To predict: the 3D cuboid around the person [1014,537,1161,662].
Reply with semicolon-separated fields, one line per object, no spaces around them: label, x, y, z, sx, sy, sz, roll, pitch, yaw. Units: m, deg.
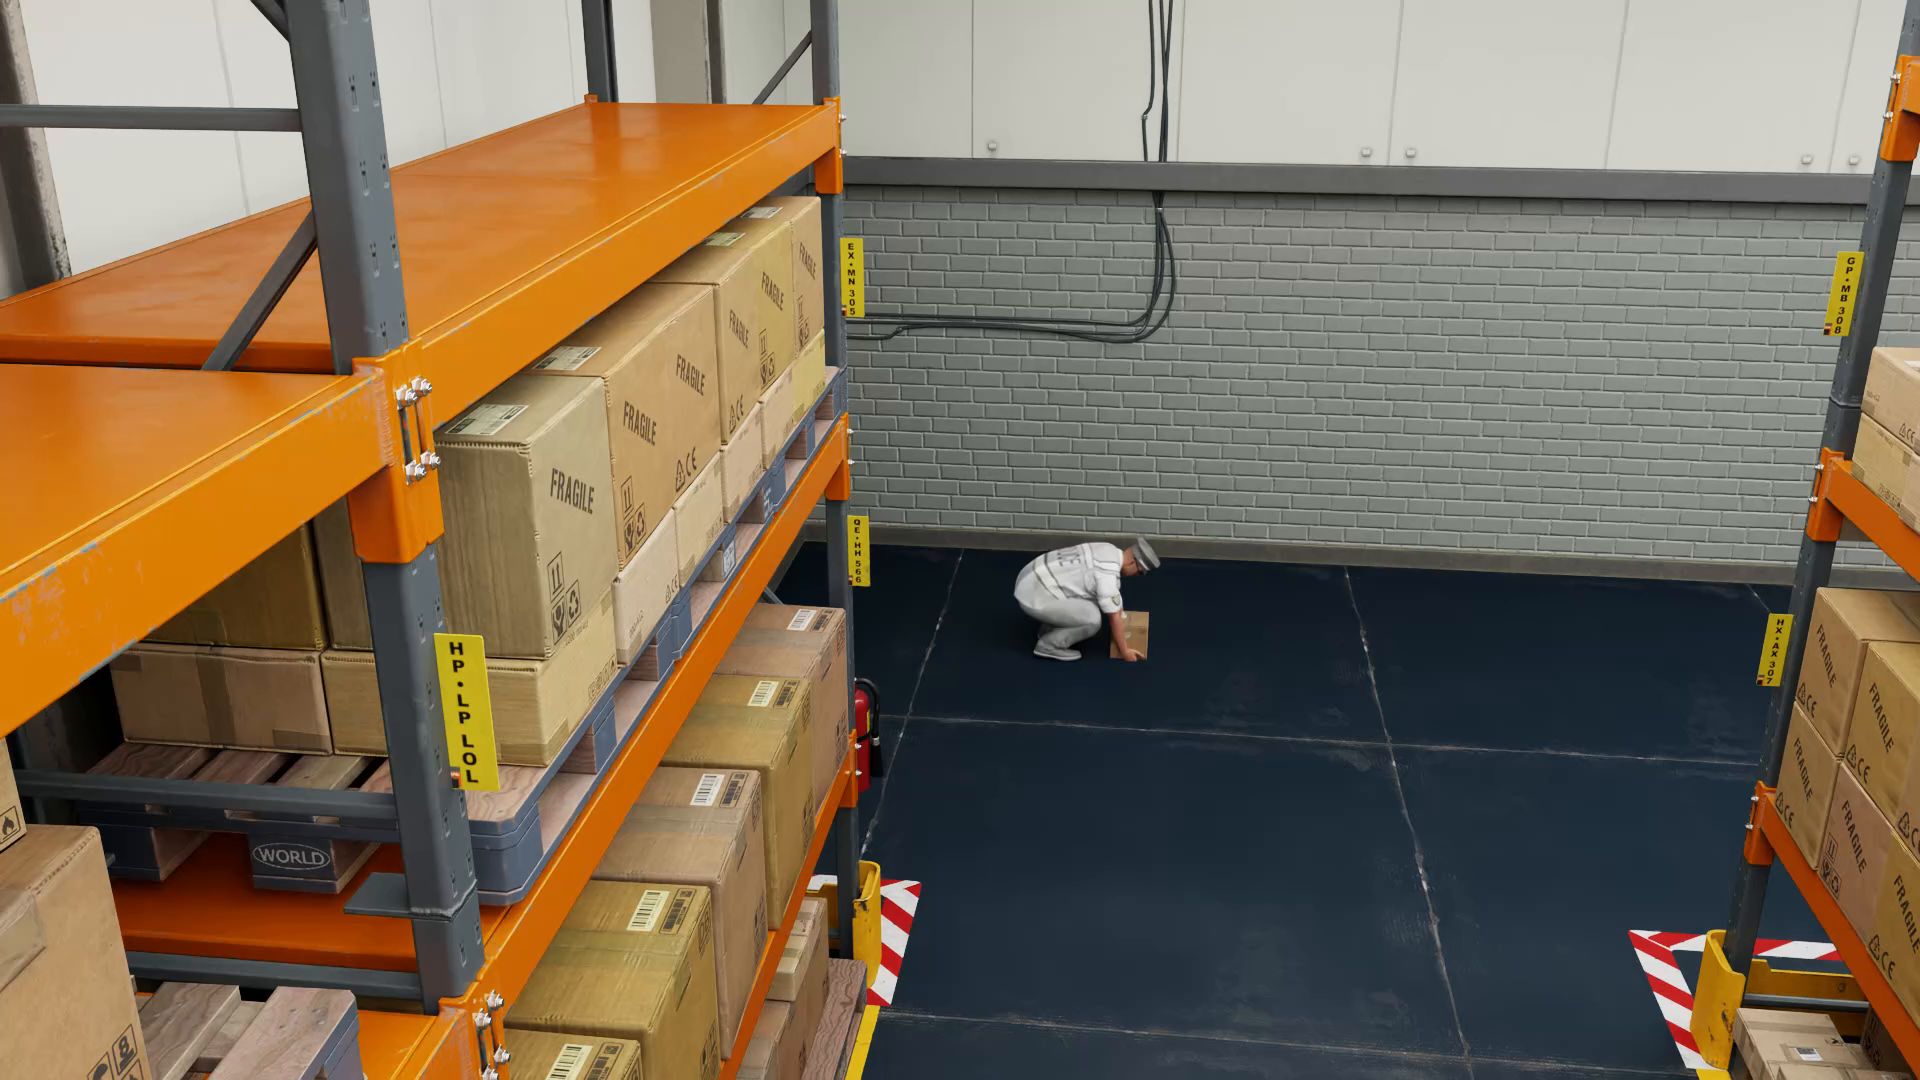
person;0.867;0.414;11.405;0.994;0.894;0.541;2;21;6
